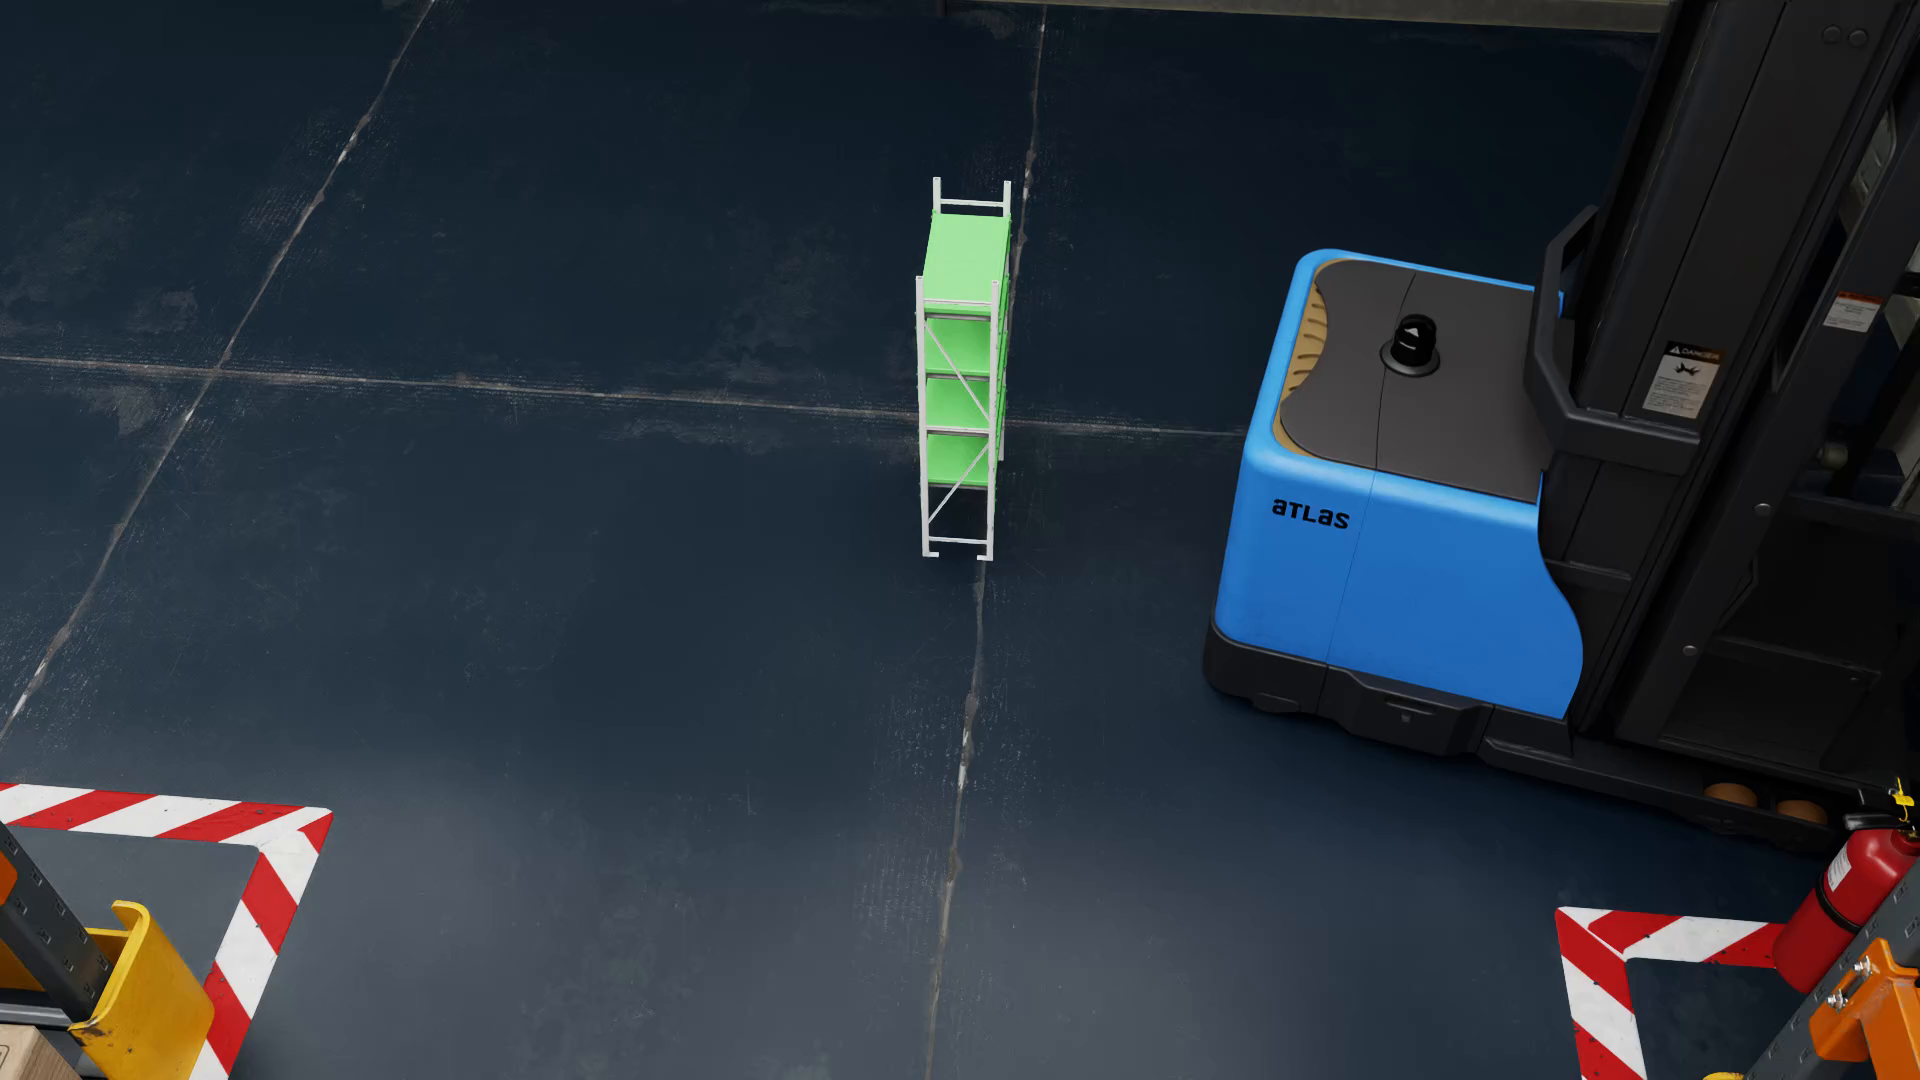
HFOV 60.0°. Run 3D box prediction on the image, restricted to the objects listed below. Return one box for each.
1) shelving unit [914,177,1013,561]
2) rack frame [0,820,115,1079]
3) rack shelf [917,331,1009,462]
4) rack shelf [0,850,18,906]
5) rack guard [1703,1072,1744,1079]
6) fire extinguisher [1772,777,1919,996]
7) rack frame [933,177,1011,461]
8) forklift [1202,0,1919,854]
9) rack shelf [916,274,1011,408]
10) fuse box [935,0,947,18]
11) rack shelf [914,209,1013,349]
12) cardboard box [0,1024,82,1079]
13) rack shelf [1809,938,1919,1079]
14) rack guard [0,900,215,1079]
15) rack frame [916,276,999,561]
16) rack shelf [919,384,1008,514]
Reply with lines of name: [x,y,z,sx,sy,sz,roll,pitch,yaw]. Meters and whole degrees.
shelving unit: [0.015,-0.527,5.419,0.258,1.200,0.503,4,48,4]
rack frame: [-2.637,0.356,3.391,1.000,3.000,0.127,4,48,4]
rack shelf: [0.015,-0.483,5.466,0.258,0.148,0.480,4,48,4]
rack shelf: [-2.820,2.069,2.313,1.077,0.370,4.000,4,48,4]
rack guard: [2.299,1.587,3.960,1.175,0.500,0.348,4,48,4]
fire extinguisher: [1.859,0.700,3.382,0.296,0.674,0.183,4,48,4]
rack frame: [0.037,-0.706,5.583,0.240,1.200,0.015,4,48,4]
forklift: [2.343,-0.513,4.233,3.031,2.935,1.130,13,49,12]
rack shelf: [0.015,-0.645,5.289,0.258,0.148,0.480,4,48,4]
fuse box: [-0.068,-3.106,7.431,0.539,1.711,0.414,4,48,4]
rack shelf: [0.015,-0.807,5.111,0.258,0.148,0.480,4,48,4]
cardboard box: [-2.598,1.571,3.732,0.875,0.438,0.875,2,48,2]
rack shelf: [2.124,2.400,2.010,1.077,0.370,4.000,4,48,4]
rack guard: [-2.635,1.182,4.330,1.175,0.500,0.348,4,48,4]
rack frame: [-0.007,-0.347,5.255,0.240,1.200,0.015,4,48,4]
rack shelf: [0.015,-0.321,5.643,0.258,0.148,0.480,4,48,4]
